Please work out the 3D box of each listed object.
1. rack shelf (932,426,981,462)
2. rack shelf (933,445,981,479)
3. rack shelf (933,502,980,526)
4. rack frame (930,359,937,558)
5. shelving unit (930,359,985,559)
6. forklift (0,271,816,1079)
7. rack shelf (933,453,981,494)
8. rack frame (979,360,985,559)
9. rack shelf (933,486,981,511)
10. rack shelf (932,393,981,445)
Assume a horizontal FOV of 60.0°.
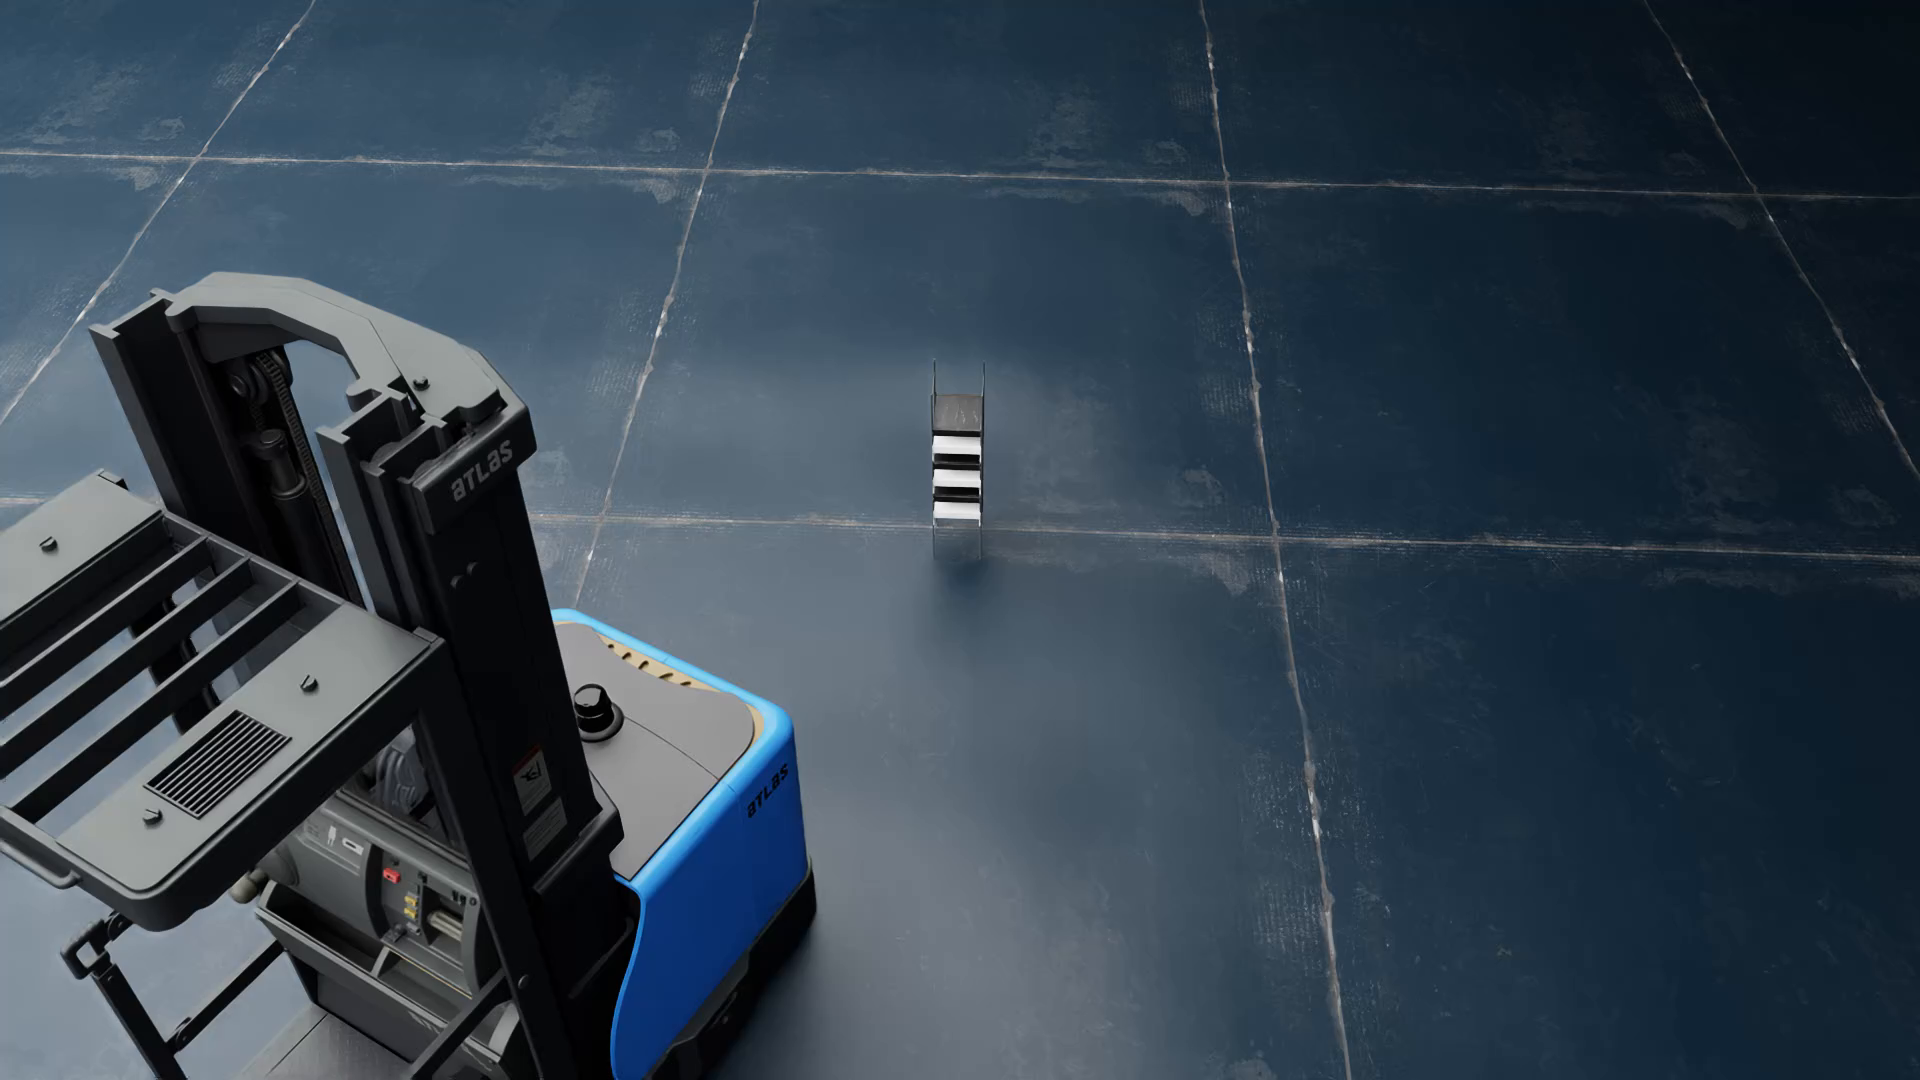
[{"bbox_3d":[-0.008,-0.437,6.929,0.200,0.077,0.258,2,43,2],"label":"rack shelf"},{"bbox_3d":[-0.008,-0.371,6.990,0.200,0.077,0.258,2,43,2],"label":"rack shelf"},{"bbox_3d":[-0.008,-0.173,7.174,0.200,0.077,0.258,2,43,2],"label":"rack shelf"},{"bbox_3d":[-0.110,-0.333,7.032,0.006,0.900,0.240,2,43,2],"label":"rack frame"},{"bbox_3d":[-0.008,-0.330,7.029,0.210,0.900,0.258,2,43,2],"label":"shelving unit"},{"bbox_3d":[-1.692,0.949,4.167,1.130,2.935,3.031,22,47,22],"label":"forklift"},{"bbox_3d":[-0.008,-0.305,7.052,0.200,0.077,0.258,2,43,2],"label":"rack shelf"},{"bbox_3d":[0.093,-0.326,7.026,0.006,0.900,0.240,2,43,2],"label":"rack frame"},{"bbox_3d":[-0.008,-0.239,7.113,0.200,0.077,0.258,2,43,2],"label":"rack shelf"},{"bbox_3d":[-0.008,-0.503,6.868,0.200,0.077,0.258,2,43,2],"label":"rack shelf"}]
